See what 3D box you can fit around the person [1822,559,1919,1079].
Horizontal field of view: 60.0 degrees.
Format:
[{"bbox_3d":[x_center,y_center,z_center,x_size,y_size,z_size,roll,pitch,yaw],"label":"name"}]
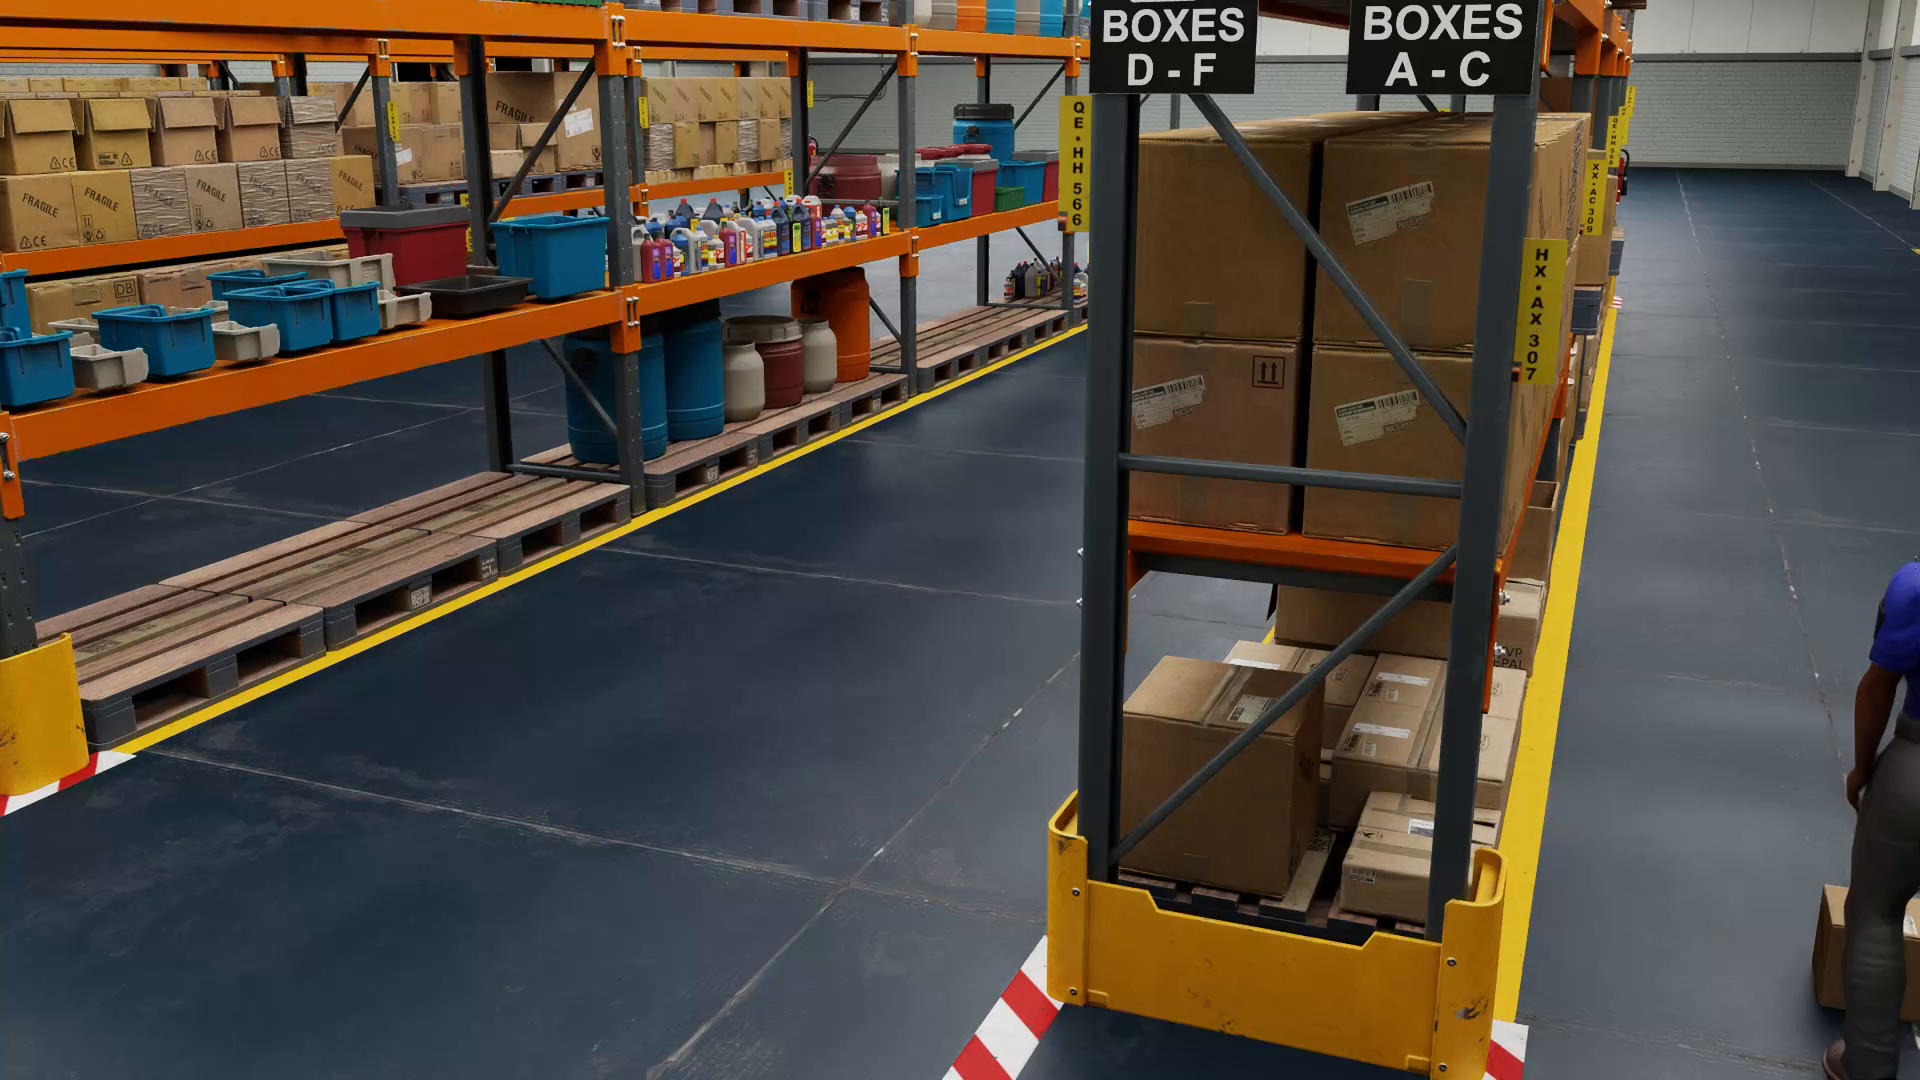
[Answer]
[{"bbox_3d":[2.343,0.598,3.943,0.446,1.636,0.330,5,16,17],"label":"person"}]
